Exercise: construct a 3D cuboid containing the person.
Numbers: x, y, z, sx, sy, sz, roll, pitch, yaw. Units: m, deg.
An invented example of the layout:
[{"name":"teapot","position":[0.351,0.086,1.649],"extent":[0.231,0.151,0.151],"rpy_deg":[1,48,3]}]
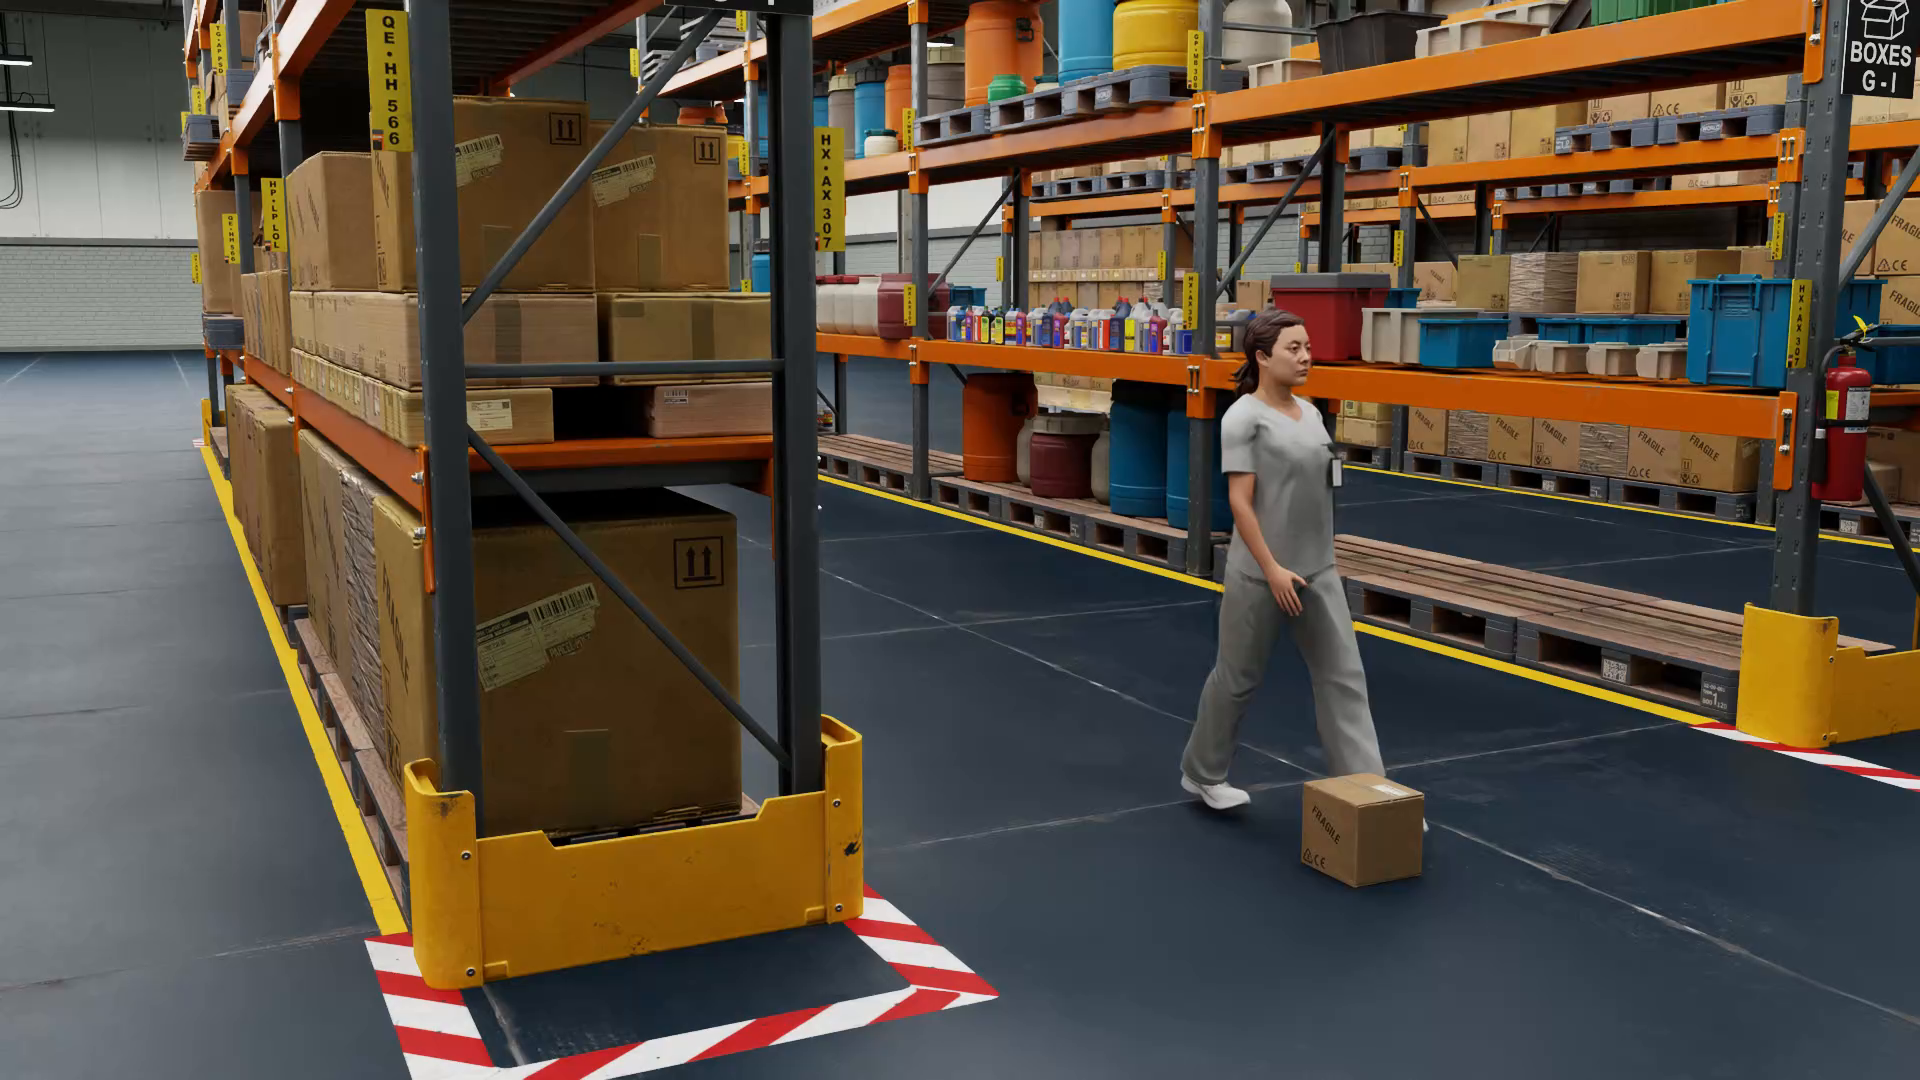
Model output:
[{"name":"person","position":[1.043,0.104,5.172],"extent":[0.452,1.627,0.918],"rpy_deg":[-5,10,-31]}]
